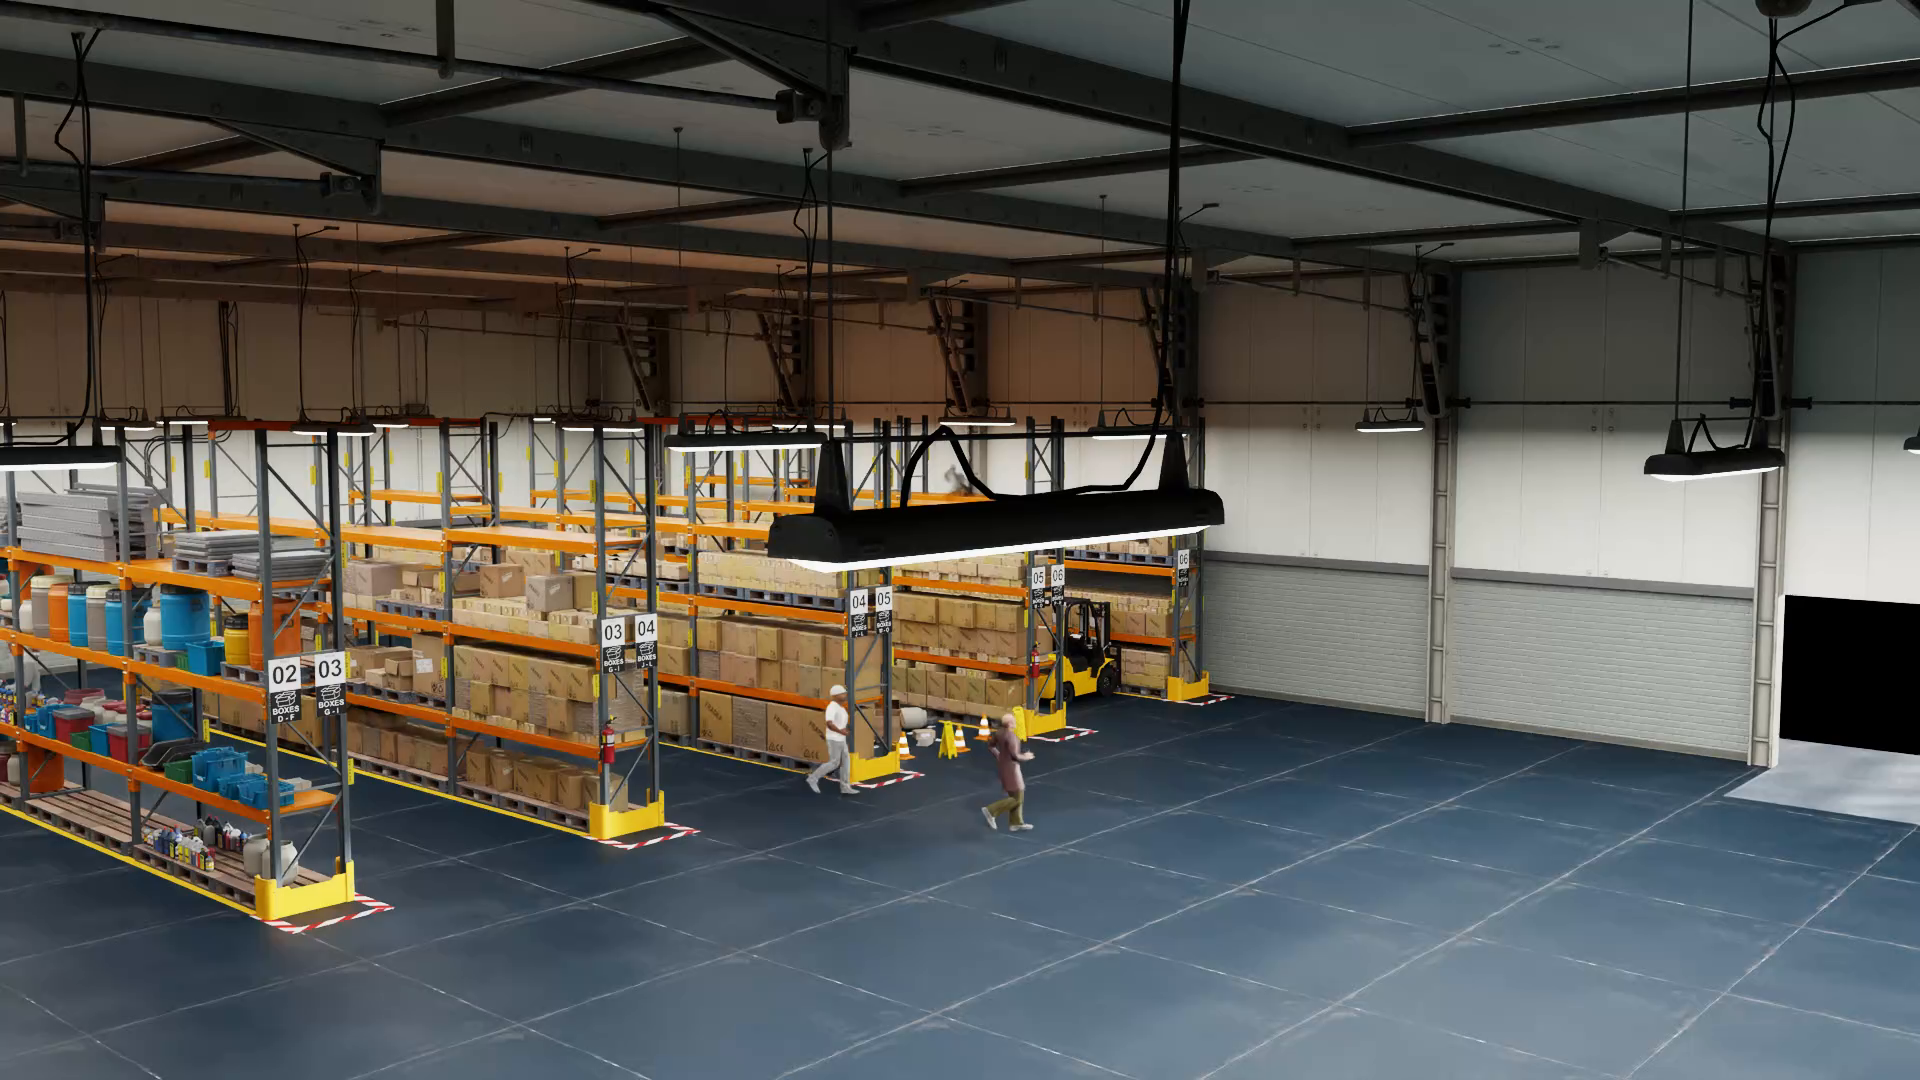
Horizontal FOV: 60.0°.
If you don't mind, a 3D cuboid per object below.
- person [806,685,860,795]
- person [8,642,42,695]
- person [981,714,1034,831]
[{"bbox_3d":[-2.040,3.216,26.861,0.862,1.755,0.765,0,5,1],"label":"person"},{"bbox_3d":[-19.375,2.560,34.536,0.681,1.815,0.908,4,6,42],"label":"person"},{"bbox_3d":[0.684,3.465,24.426,0.833,1.660,0.710,-2,5,-20],"label":"person"}]
